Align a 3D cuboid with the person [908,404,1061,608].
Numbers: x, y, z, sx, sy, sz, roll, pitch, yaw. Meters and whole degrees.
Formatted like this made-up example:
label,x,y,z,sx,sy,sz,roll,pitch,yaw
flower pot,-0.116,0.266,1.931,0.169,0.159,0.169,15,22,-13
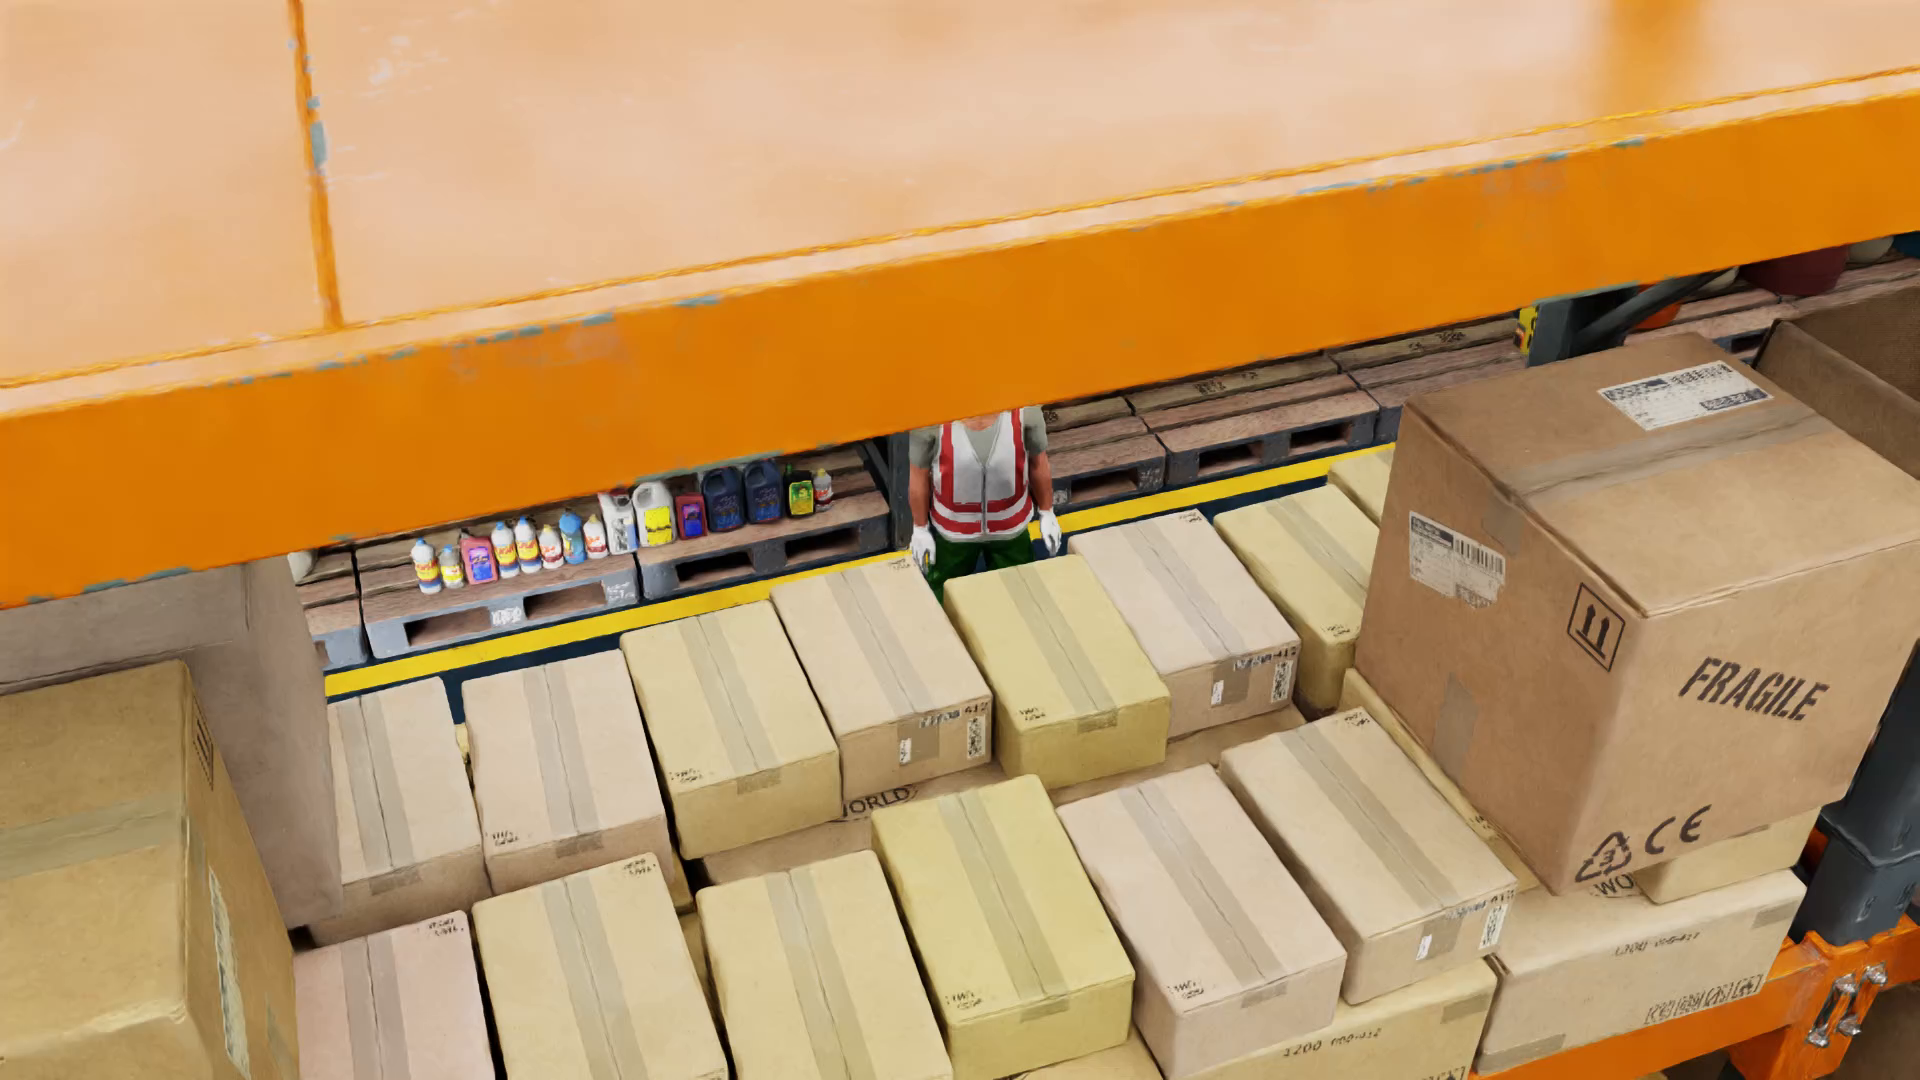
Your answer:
label,x,y,z,sx,sy,sz,roll,pitch,yaw
person,0.100,-0.048,6.647,0.622,1.792,0.420,-3,38,-4
